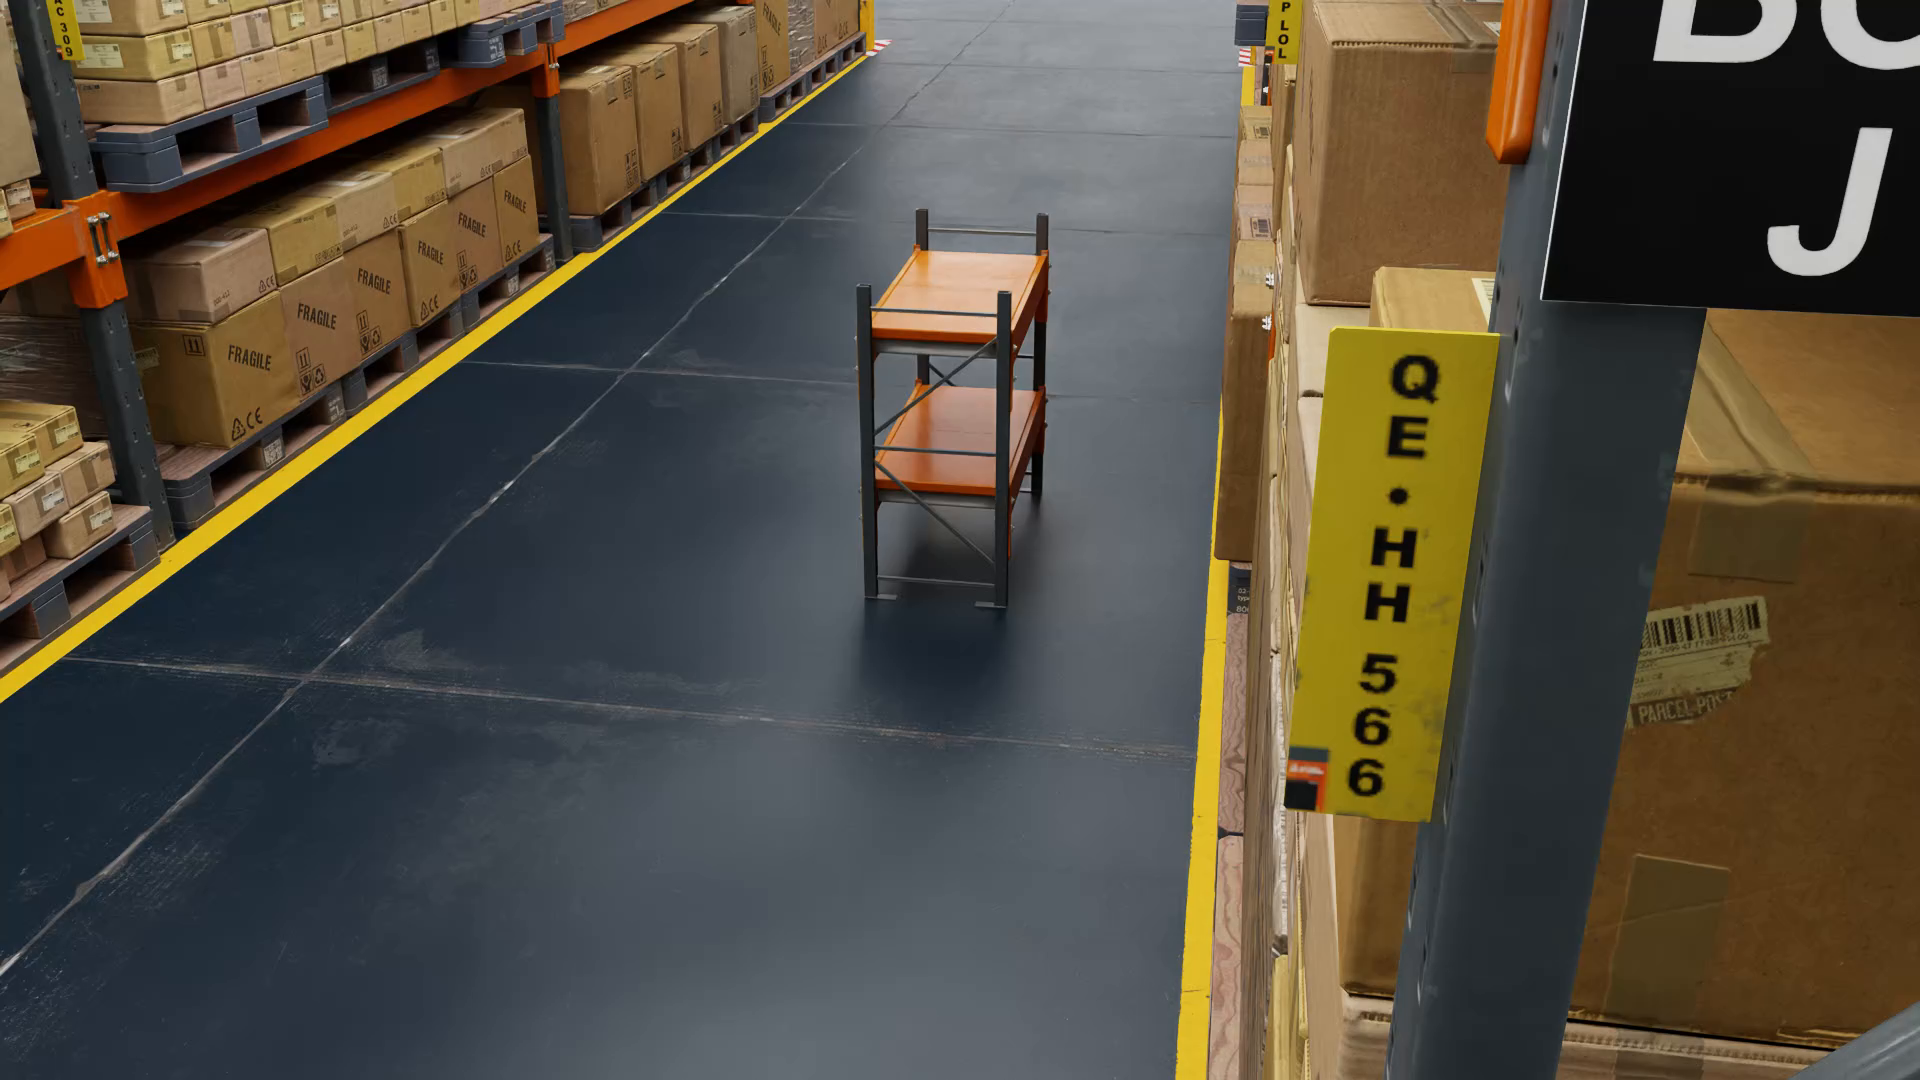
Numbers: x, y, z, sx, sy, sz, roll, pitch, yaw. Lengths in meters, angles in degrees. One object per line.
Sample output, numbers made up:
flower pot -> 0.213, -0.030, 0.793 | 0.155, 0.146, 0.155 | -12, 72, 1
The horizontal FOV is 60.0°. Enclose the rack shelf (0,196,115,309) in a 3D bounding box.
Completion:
rack shelf -> -1.351, -0.689, 3.293 | 5.958, 1.845, 4.006 | 4, 25, 9

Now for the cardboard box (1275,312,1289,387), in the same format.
cardboard box -> 0.942, -0.423, 3.912 | 0.380, 0.149, 0.250 | 3, 25, 7

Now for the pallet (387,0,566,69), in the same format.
pallet -> -2.789, -2.634, 8.566 | 1.213, 0.211, 1.003 | 4, 25, 9

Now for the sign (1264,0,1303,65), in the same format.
sign -> 0.909, -1.490, 4.623 | 0.100, 0.325, 0.005 | 4, 25, 9

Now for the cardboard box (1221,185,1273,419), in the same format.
cardboard box -> 1.676, -0.839, 6.514 | 1.225, 0.875, 0.875 | 3, 25, 7

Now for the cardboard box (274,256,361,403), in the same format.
cardboard box -> -2.964, -0.924, 7.139 | 0.500, 0.500, 0.500 | 5, 26, 11

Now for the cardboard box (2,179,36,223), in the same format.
cardboard box -> -3.247, -1.104, 5.367 | 0.380, 0.149, 0.250 | 4, 25, 8

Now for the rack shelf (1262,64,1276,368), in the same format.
rack shelf -> 1.773, -1.479, 6.719 | 1.077, 0.370, 4.000 | 4, 25, 9

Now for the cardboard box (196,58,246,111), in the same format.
cardboard box -> -2.873, -1.680, 6.101 | 0.380, 0.149, 0.250 | 4, 25, 9

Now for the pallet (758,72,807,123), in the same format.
pallet -> -1.922, -3.749, 14.011 | 1.003, 0.211, 1.213 | 4, 25, 9

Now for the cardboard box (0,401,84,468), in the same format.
cardboard box -> -3.232, -0.355, 5.637 | 0.380, 0.149, 0.250 | 5, 25, 10

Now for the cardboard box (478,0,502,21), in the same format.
cardboard box -> -2.488, -2.654, 8.182 | 0.380, 0.149, 0.250 | 4, 25, 9

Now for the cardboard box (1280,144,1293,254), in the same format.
cardboard box -> 1.110, -0.856, 4.367 | 0.500, 0.250, 0.500 | 4, 25, 8

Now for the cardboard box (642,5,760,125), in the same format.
cardboard box -> -2.136, -3.605, 12.572 | 1.050, 0.750, 0.750 | 4, 25, 8

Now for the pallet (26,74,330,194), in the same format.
pallet -> -3.163, -1.577, 6.306 | 1.003, 0.211, 1.213 | 4, 25, 9

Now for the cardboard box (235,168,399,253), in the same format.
cardboard box -> -2.877, -1.478, 7.438 | 0.500, 0.250, 0.500 | 5, 26, 11

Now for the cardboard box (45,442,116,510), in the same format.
cardboard box -> -3.169, -0.234, 5.728 | 0.380, 0.149, 0.250 | 5, 25, 10

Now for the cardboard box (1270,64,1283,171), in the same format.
cardboard box -> 1.419, -1.653, 6.126 | 0.500, 0.500, 0.500 | 4, 25, 8

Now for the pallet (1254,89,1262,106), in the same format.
pallet -> 2.828, -3.334, 13.124 | 1.003, 0.211, 1.213 | 4, 25, 9

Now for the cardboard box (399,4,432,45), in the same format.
cardboard box -> -2.619, -2.329, 7.488 | 0.380, 0.149, 0.250 | 5, 26, 10

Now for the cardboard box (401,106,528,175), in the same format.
cardboard box -> -2.631, -2.120, 8.810 | 0.500, 0.250, 0.500 | 3, 25, 7

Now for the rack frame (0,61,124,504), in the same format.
rack frame -> -3.428, -1.354, 5.604 | 0.949, 2.616, 0.053 | 4, 25, 9

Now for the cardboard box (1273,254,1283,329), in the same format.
cardboard box -> 1.026, -0.644, 4.383 | 0.380, 0.149, 0.250 | 3, 25, 7

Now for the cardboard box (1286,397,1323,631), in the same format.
cardboard box -> 0.776, -0.008, 2.555 | 0.500, 0.250, 0.500 | 3, 25, 7

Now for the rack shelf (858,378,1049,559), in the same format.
rack shelf -> -0.001, -0.285, 6.109 | 0.538, 0.278, 1.000 | 4, 25, 9

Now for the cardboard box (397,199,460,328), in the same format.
cardboard box -> -2.786, -1.352, 8.054 | 0.500, 0.500, 0.500 | 3, 25, 6

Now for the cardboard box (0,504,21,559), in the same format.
cardboard box -> -3.227, -0.006, 5.242 | 0.380, 0.149, 0.250 | 3, 25, 7

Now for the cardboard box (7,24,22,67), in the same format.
cardboard box -> -3.561, -1.745, 5.890 | 0.380, 0.149, 0.250 | 5, 26, 10

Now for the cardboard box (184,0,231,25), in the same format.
cardboard box -> -2.873, -1.950, 5.976 | 0.380, 0.149, 0.250 | 5, 25, 10

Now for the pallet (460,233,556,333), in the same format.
pallet -> -2.907, -1.437, 9.071 | 1.003, 0.211, 1.213 | 4, 25, 9

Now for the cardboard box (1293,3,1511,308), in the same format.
cardboard box -> 0.947, -0.768, 3.295 | 0.500, 0.500, 0.500 | 3, 25, 7

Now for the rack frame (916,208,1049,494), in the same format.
rack frame -> 0.082, -0.719, 6.460 | 0.500, 1.125, 0.032 | 4, 25, 9

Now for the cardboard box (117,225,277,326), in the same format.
cardboard box -> -3.050, -1.042, 6.507 | 0.500, 0.250, 0.500 | 3, 25, 6

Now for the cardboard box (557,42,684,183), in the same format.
cardboard box -> -2.450, -2.812, 10.878 | 1.050, 0.750, 0.750 | 4, 25, 9

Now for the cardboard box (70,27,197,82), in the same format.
cardboard box -> -2.913, -1.698, 5.789 | 0.380, 0.149, 0.250 | 4, 25, 9

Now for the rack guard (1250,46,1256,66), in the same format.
rack guard -> 3.394, -4.823, 15.964 | 1.175, 0.500, 0.348 | 4, 25, 9

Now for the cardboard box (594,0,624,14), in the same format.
cardboard box -> -2.357, -3.454, 9.973 | 0.500, 0.500, 0.500 | 4, 25, 8

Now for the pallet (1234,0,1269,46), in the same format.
pallet -> 2.111, -2.859, 9.047 | 1.213, 0.211, 1.003 | 4, 25, 9

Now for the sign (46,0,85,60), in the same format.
sign -> -2.895, -1.712, 5.347 | 0.100, 0.325, 0.005 | 4, 25, 9

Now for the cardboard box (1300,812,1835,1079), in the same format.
cardboard box -> 0.609, 0.417, 1.647 | 0.500, 0.250, 0.500 | 4, 25, 8

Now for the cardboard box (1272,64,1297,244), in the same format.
cardboard box -> 1.253, -1.228, 5.217 | 0.500, 0.500, 0.500 | 4, 25, 9

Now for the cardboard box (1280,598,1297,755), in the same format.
cardboard box -> 0.691, 0.220, 2.539 | 0.380, 0.149, 0.250 | 3, 25, 7

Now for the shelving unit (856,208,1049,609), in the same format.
shelving unit -> -0.001, -0.507, 6.006 | 0.538, 1.125, 1.048 | 4, 25, 9

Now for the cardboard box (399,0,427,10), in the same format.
cardboard box -> -2.618, -2.460, 7.418 | 0.380, 0.149, 0.250 | 5, 25, 10

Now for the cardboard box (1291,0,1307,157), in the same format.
cardboard box -> 1.115, -1.192, 4.199 | 0.500, 0.500, 0.500 | 4, 25, 9

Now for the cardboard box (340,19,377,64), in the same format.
cardboard box -> -2.705, -2.110, 7.020 | 0.380, 0.149, 0.250 | 4, 25, 8

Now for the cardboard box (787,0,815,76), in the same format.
cardboard box -> -1.808, -4.563, 14.471 | 0.875, 0.875, 0.875 | 4, 25, 9

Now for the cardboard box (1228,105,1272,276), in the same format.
cardboard box -> 1.966, -1.582, 8.102 | 1.225, 0.875, 0.875 | 3, 25, 6

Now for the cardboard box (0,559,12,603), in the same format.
cardboard box -> -3.264, 0.153, 5.253 | 0.380, 0.149, 0.250 | 3, 25, 7

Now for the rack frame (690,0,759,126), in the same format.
rack frame -> -2.124, -4.700, 12.752 | 1.000, 3.000, 0.127 | 4, 25, 9

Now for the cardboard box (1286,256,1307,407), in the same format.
cardboard box -> 0.945, -0.432, 3.460 | 0.500, 0.250, 0.500 | 5, 25, 10

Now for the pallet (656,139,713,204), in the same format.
pallet -> -2.372, -2.597, 11.549 | 1.003, 0.211, 1.213 | 4, 25, 9

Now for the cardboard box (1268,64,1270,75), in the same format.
cardboard box -> 1.752, -2.502, 7.938 | 0.500, 0.500, 0.500 | 5, 26, 10

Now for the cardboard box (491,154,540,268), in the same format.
cardboard box -> -2.627, -1.792, 8.992 | 0.500, 0.500, 0.500 | 4, 25, 8

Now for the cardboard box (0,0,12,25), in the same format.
cardboard box -> -3.558, -1.881, 5.830 | 0.380, 0.149, 0.250 | 5, 26, 11

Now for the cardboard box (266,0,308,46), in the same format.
cardboard box -> -2.789, -2.023, 6.484 | 0.380, 0.149, 0.250 | 3, 25, 6

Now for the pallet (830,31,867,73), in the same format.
pallet -> -1.523, -4.770, 16.191 | 1.003, 0.211, 1.213 | 4, 25, 9

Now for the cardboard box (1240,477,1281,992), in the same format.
cardboard box -> 1.112, 0.451, 3.759 | 0.875, 0.875, 0.875 | 4, 25, 9
